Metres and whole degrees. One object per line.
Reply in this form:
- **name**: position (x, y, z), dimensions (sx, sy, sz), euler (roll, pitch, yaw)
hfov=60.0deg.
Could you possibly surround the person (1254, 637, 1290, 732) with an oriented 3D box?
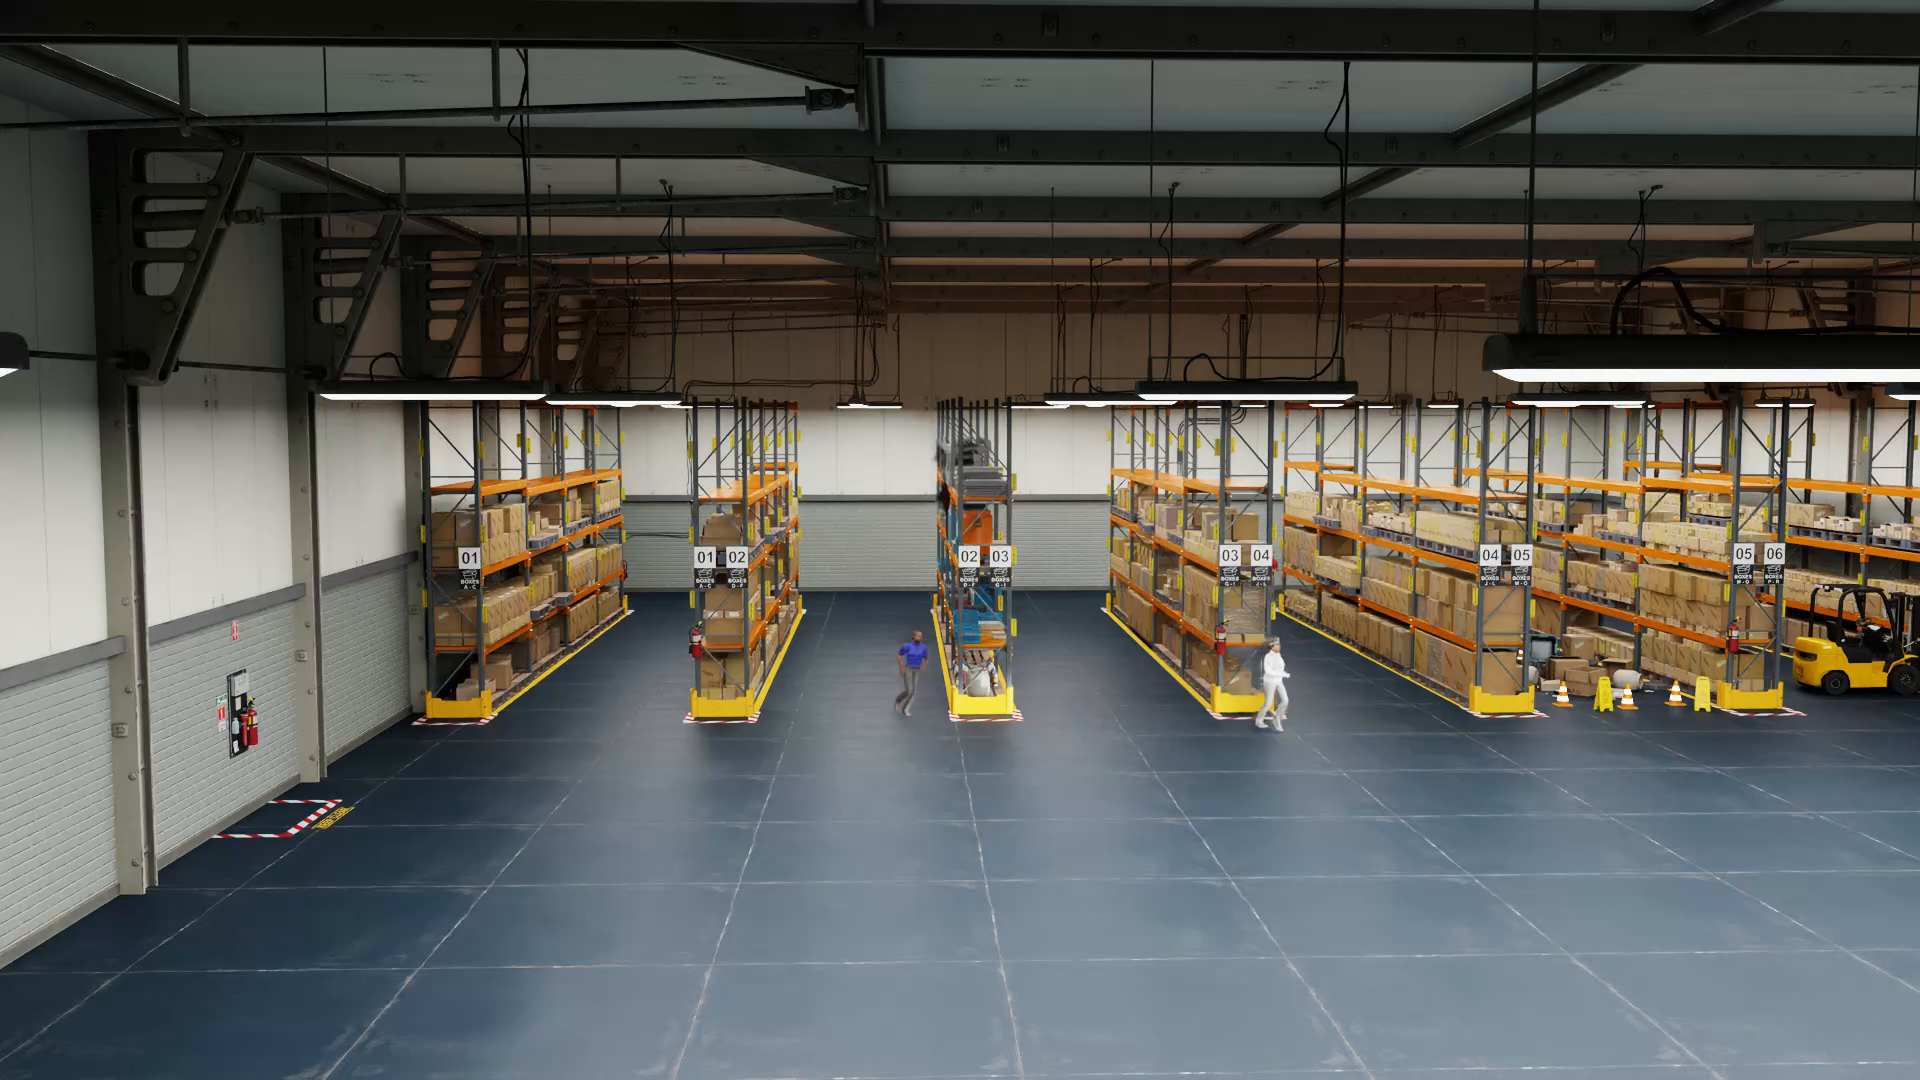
- **person**: position (5.629, 2.598, 29.785), dimensions (0.709, 1.751, 0.632), euler (4, 6, 44)

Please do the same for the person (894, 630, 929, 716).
- **person**: position (-0.892, 2.502, 31.390), dimensions (0.646, 1.599, 0.523), euler (-2, 5, -26)

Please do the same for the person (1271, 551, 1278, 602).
- **person**: position (9.032, 1.143, 48.552), dimensions (0.906, 1.738, 0.688), euler (-3, 5, -35)
